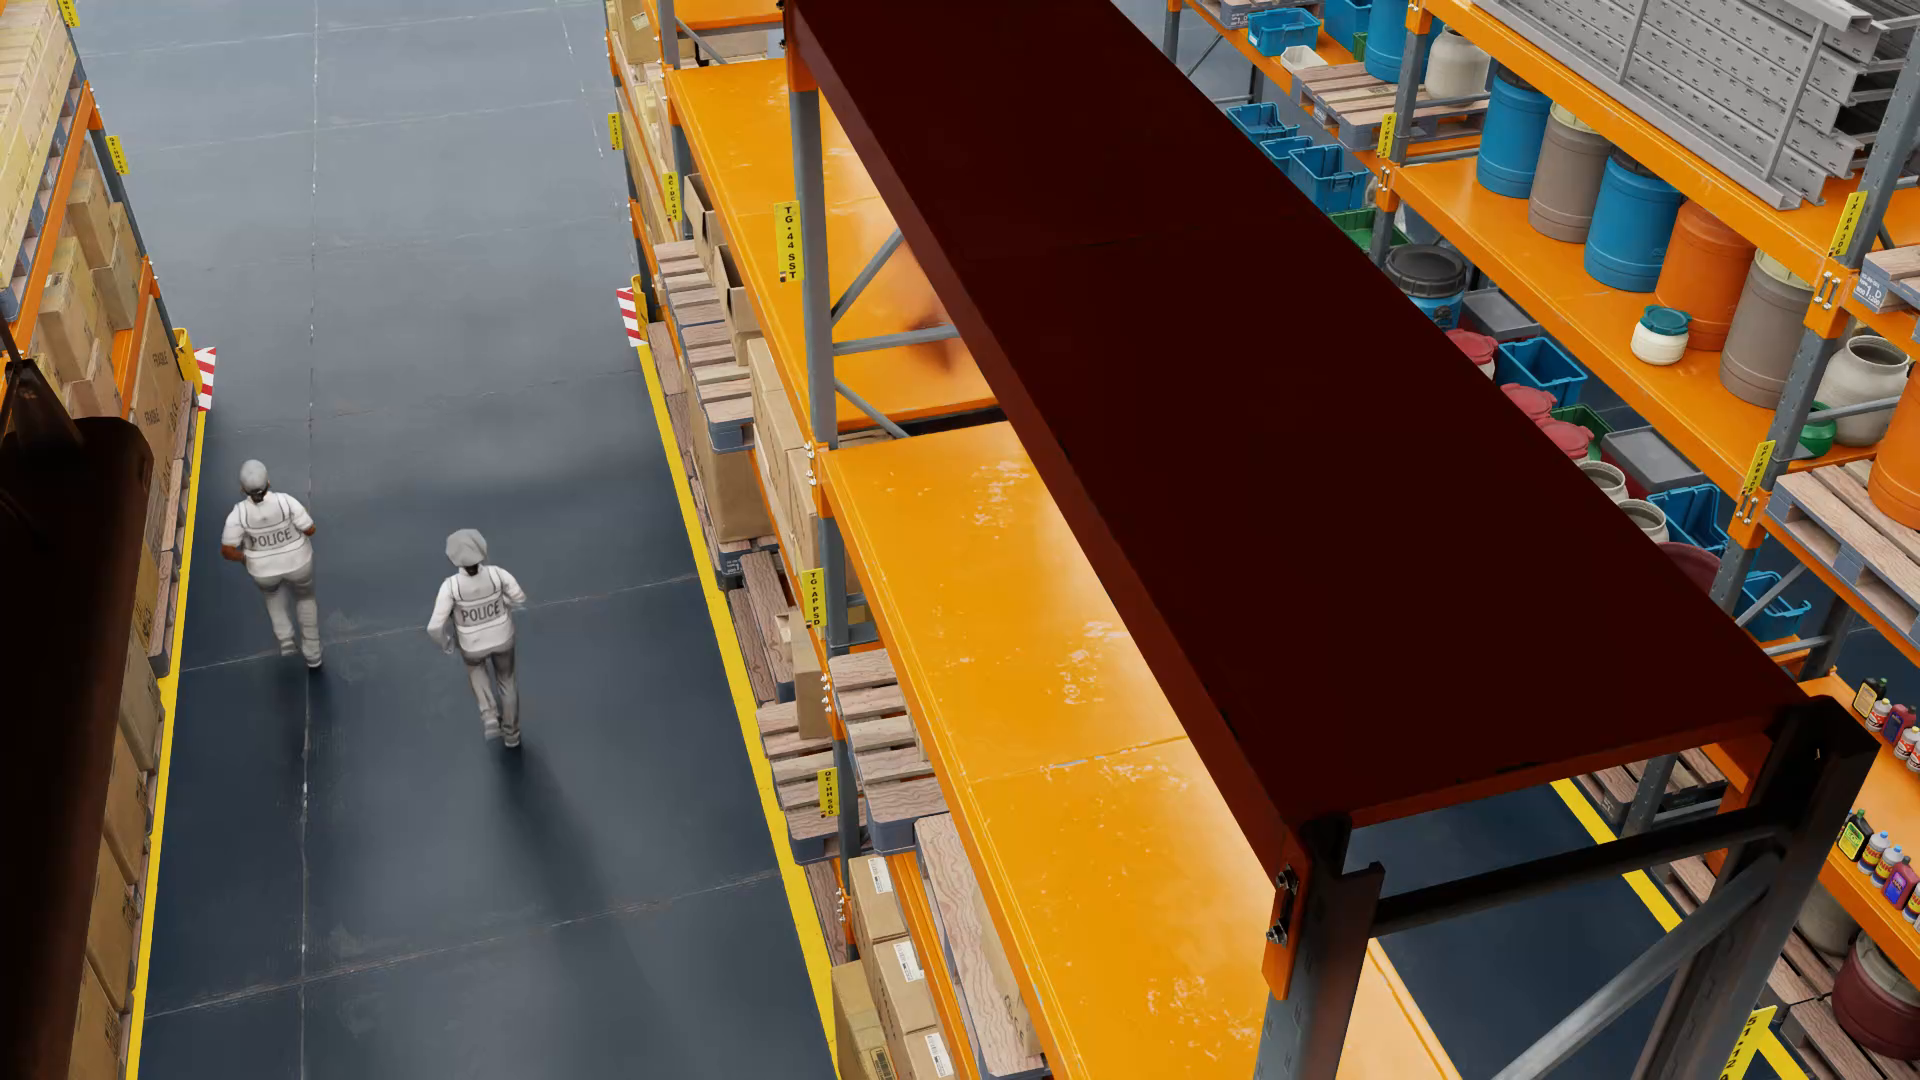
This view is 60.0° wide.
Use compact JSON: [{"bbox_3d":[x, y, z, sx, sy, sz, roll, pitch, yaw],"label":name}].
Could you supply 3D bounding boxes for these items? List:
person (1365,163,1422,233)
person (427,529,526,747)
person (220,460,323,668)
[{"bbox_3d":[4.148,-3.509,15.839,0.665,1.748,0.599,-12,40,-15],"label":"person"},{"bbox_3d":[-3.092,0.600,10.735,0.640,1.666,0.552,-15,41,-18],"label":"person"},{"bbox_3d":[-4.654,0.122,11.351,0.591,1.638,0.576,-12,40,-15],"label":"person"}]
